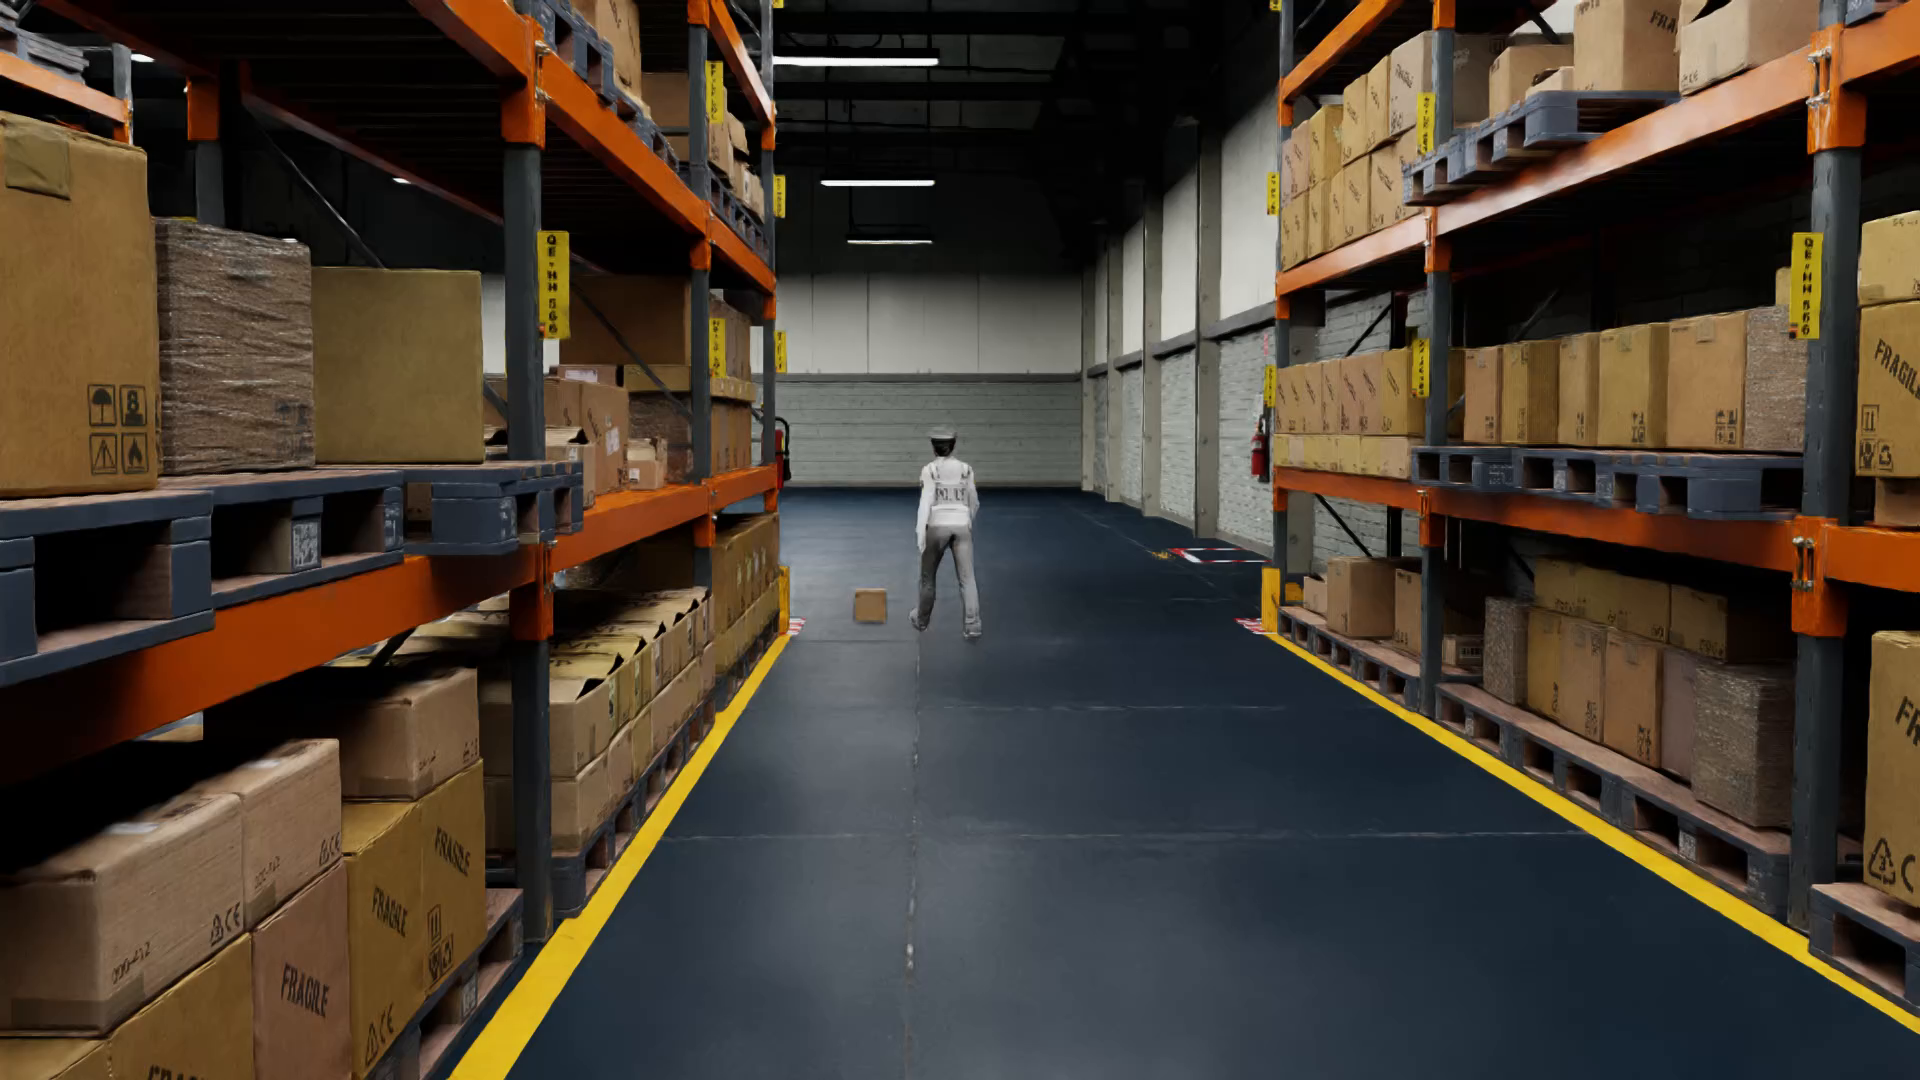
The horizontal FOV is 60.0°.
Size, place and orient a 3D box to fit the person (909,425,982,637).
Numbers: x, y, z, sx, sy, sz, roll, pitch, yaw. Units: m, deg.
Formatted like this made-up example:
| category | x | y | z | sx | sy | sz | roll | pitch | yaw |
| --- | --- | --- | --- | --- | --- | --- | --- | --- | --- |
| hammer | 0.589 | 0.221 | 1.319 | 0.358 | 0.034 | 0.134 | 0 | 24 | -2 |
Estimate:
| category | x | y | z | sx | sy | sz | roll | pitch | yaw |
| --- | --- | --- | --- | --- | --- | --- | --- | --- | --- |
| person | -0.116 | -0.080 | 12.763 | 0.563 | 1.601 | 1.082 | -1 | 4 | -17 |
